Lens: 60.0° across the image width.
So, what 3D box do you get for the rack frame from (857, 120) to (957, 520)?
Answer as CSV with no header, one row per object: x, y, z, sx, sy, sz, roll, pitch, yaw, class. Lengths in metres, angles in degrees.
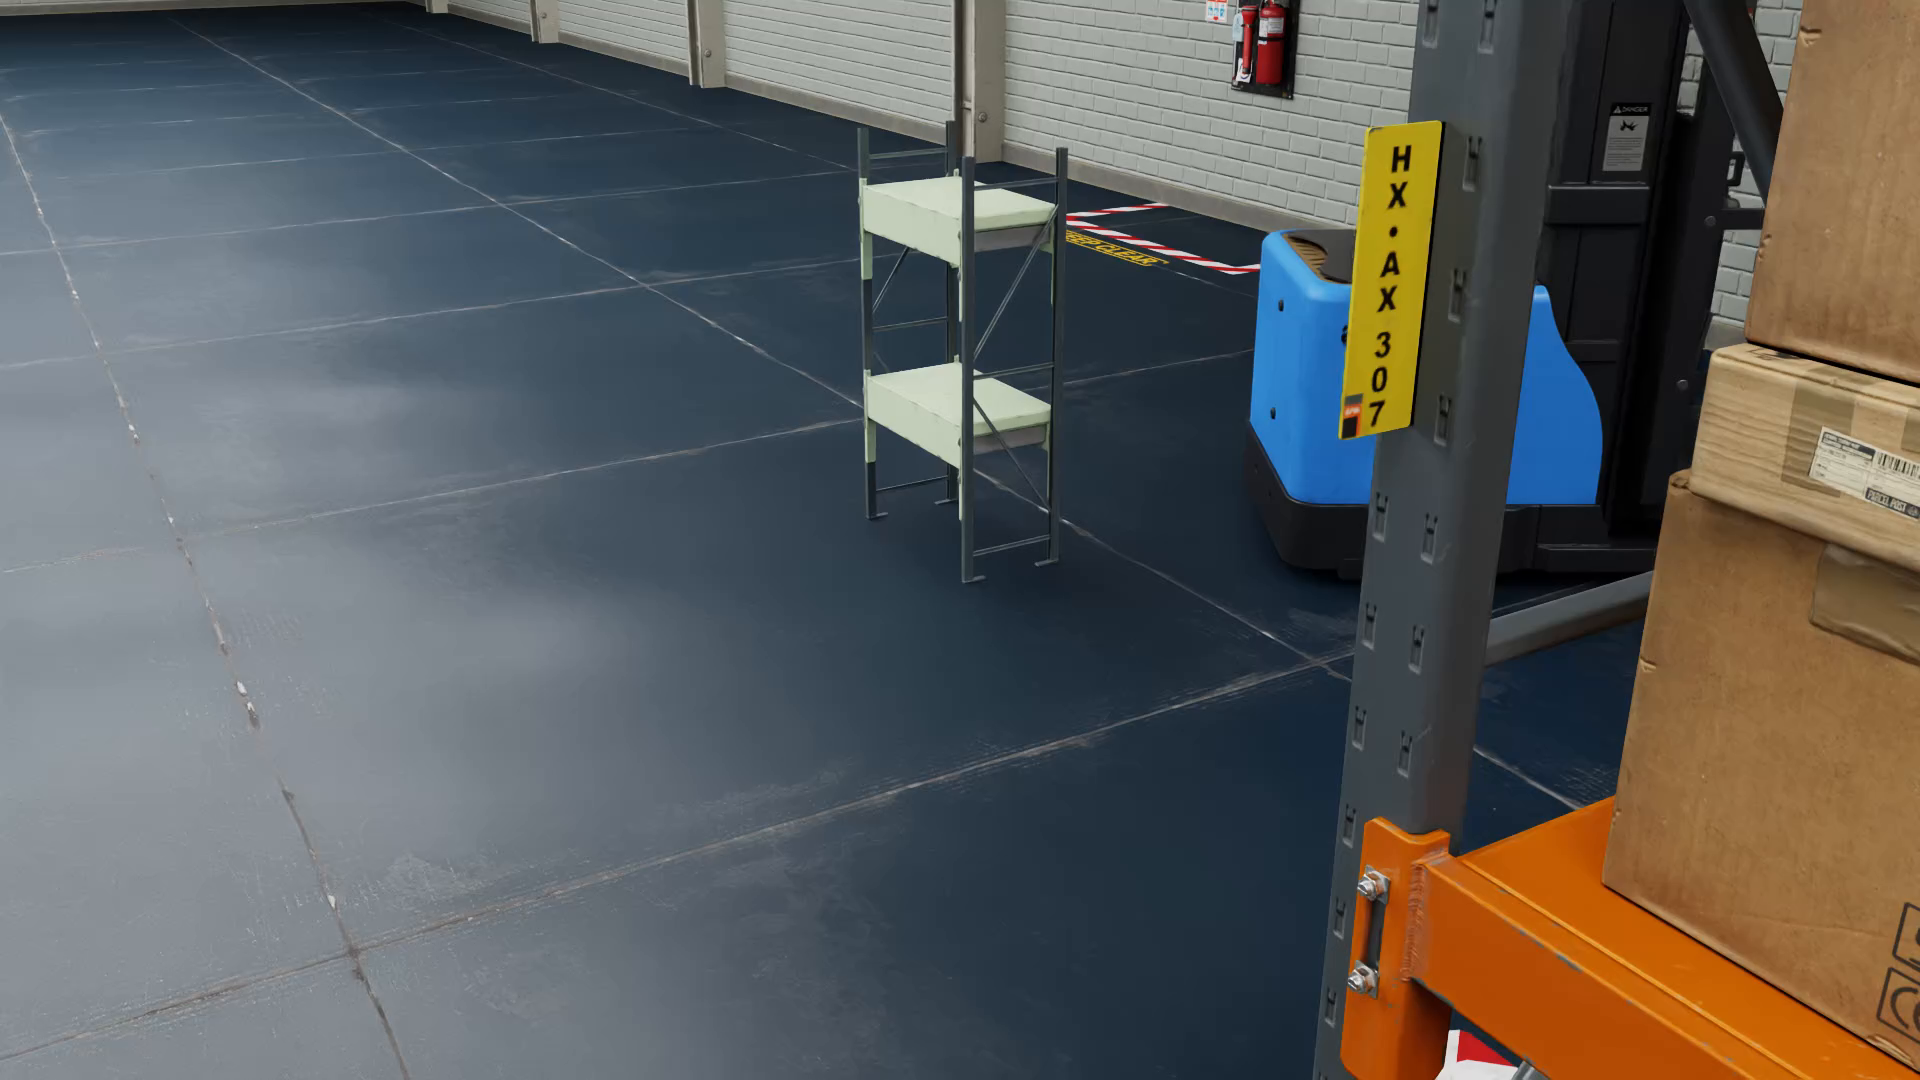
-0.190,-0.815,6.326,0.400,1.500,0.023,-13,25,-28,rack frame

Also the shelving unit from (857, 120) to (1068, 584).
-0.003,-0.697,6.034,0.431,1.500,0.755,-13,25,-28,shelving unit

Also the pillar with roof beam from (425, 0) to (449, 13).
-12.742,-12.489,25.087,9.100,9.000,0.400,-13,25,-28,pillar with roof beam

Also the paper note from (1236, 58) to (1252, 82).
1.958,-3.239,11.466,0.016,0.148,0.142,-13,25,-28,paper note

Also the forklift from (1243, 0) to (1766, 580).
2.663,-1.387,5.831,3.031,2.935,1.130,0,22,0,forklift

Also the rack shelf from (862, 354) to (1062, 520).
-0.003,-0.395,6.157,0.431,0.370,0.720,-13,25,-28,rack shelf

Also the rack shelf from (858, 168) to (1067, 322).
-0.003,-1.058,5.887,0.431,0.370,0.720,-13,25,-28,rack shelf

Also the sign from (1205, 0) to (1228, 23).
1.795,-3.792,11.609,0.001,0.329,0.234,-13,25,-28,sign

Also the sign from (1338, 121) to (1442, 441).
0.445,-0.266,1.727,0.100,0.325,0.005,-13,25,-28,sign

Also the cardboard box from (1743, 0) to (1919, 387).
1.180,-0.409,1.480,0.700,0.500,0.500,-13,25,-28,cardboard box

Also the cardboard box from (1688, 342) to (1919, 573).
0.941,-0.111,1.607,0.380,0.149,0.250,-13,25,-29,cardboard box

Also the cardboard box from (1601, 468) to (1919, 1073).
1.153,0.174,1.766,0.700,0.500,0.500,-13,25,-28,cardboard box

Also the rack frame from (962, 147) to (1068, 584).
0.184,-0.578,5.743,0.400,1.500,0.023,-13,25,-28,rack frame

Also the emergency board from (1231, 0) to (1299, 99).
1.989,-3.576,11.126,0.194,1.169,0.643,-13,25,-28,emergency board

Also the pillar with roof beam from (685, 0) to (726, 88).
-6.612,-8.605,15.530,9.100,9.000,0.400,-13,25,-28,pillar with roof beam

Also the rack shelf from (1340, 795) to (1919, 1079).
1.947,1.048,0.705,1.077,0.370,4.000,-13,25,-28,rack shelf

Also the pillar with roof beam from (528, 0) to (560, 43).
-9.677,-10.547,20.309,9.100,9.000,0.400,-13,25,-28,pillar with roof beam

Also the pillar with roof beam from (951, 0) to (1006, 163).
-3.547,-6.662,10.752,9.100,9.000,0.400,-13,25,-28,pillar with roof beam
